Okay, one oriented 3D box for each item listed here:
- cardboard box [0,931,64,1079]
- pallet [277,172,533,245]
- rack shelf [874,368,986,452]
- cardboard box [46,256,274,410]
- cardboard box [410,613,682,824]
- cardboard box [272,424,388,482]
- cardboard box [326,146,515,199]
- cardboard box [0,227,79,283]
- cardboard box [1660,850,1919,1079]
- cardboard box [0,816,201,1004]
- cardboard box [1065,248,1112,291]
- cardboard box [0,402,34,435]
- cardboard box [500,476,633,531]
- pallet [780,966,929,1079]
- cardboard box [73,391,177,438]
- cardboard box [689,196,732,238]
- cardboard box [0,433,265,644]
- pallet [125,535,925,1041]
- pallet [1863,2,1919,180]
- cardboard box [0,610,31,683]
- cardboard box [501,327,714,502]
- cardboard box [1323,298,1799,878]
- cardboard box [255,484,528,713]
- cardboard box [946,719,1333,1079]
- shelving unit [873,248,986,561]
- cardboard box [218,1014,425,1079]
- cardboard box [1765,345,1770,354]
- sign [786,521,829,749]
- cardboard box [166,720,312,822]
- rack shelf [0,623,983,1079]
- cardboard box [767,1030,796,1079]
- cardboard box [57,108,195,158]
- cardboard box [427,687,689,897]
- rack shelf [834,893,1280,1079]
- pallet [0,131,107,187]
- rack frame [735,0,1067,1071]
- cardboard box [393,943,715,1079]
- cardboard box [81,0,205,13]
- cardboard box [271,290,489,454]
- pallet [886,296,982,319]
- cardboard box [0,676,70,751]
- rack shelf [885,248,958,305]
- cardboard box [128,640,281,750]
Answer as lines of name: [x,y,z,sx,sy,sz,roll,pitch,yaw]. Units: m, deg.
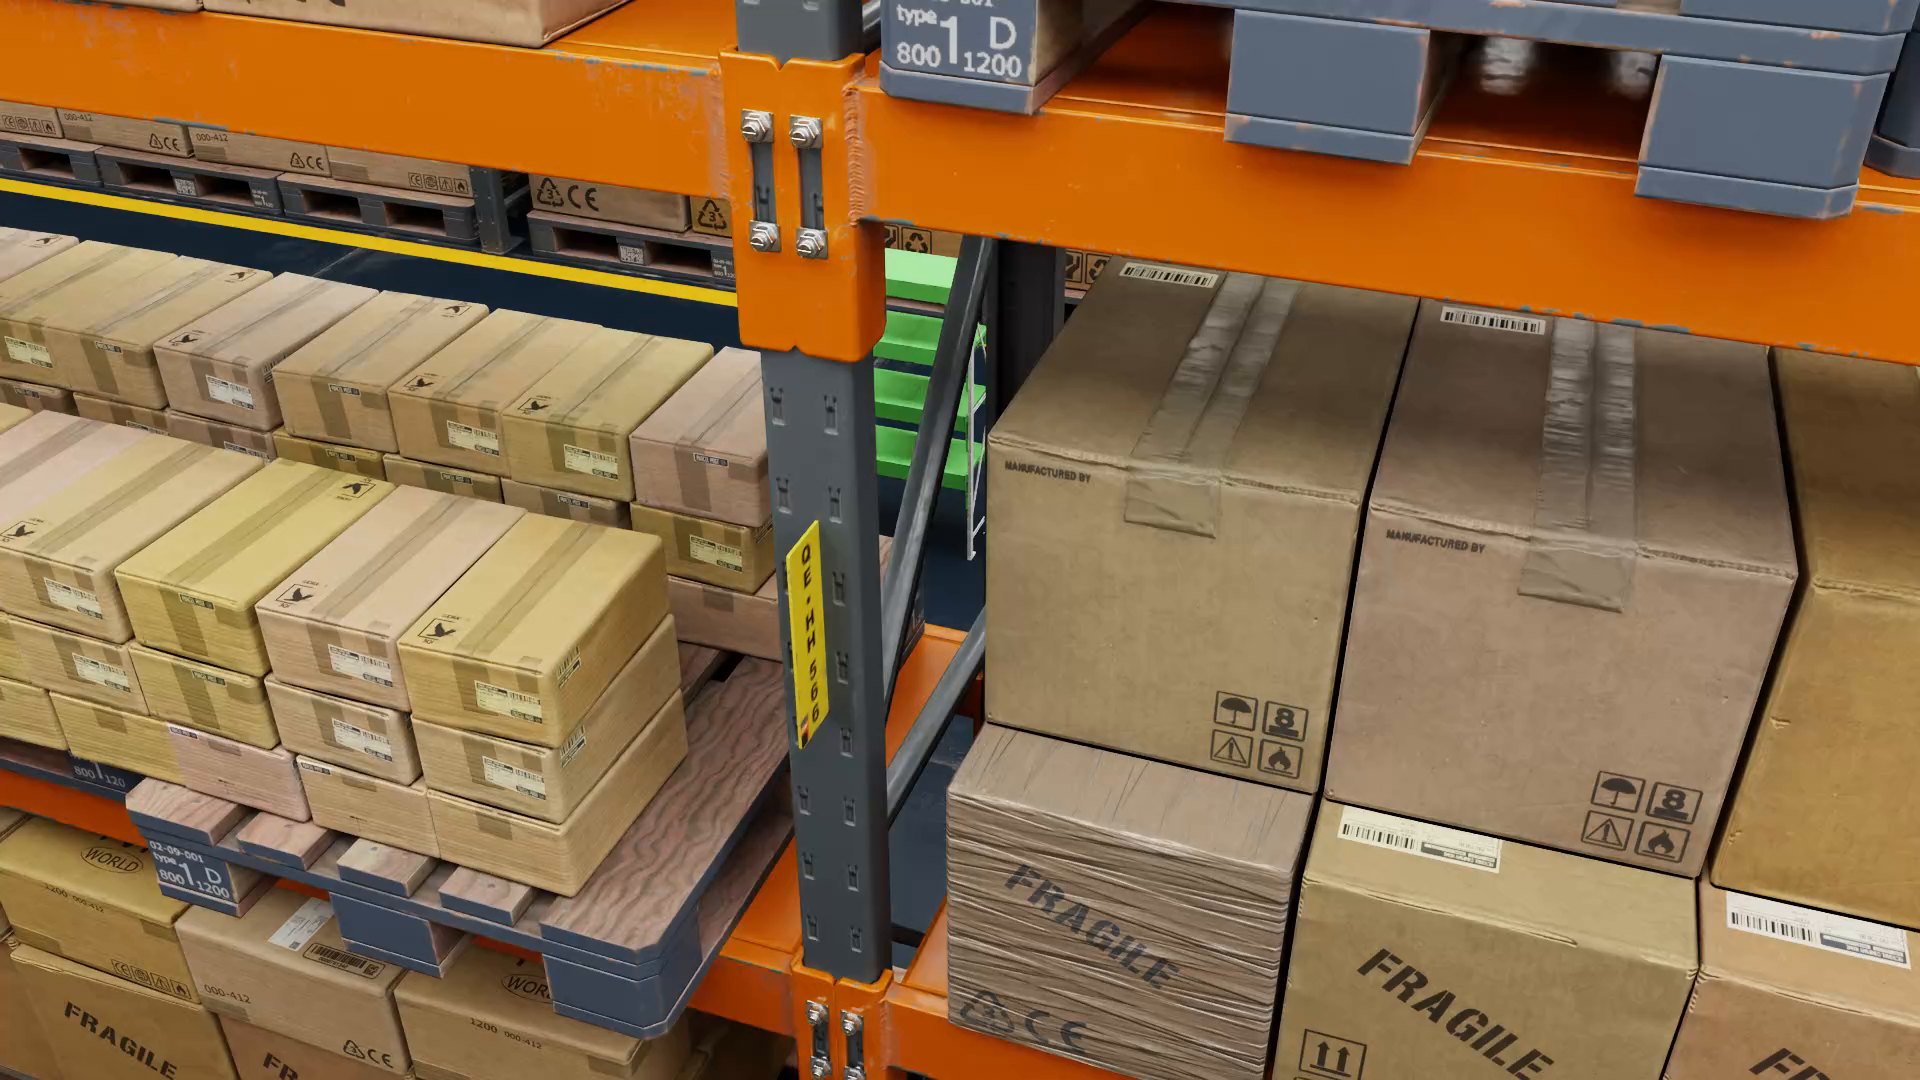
cardboard box: [-2.195,0.905,4.001,0.500,0.500,0.500,12,35,17]
pallet: [-2.912,-1.978,9.120,1.213,0.211,1.003,11,34,16]
rack shelf: [-0.156,-0.481,6.006,0.480,0.148,0.258,11,34,16]
cardboard box: [-1.640,-0.437,3.457,0.250,0.149,0.380,12,35,18]
cardboard box: [-0.651,0.253,2.662,0.250,0.149,0.380,12,35,17]
cardboard box: [-1.166,-0.221,3.398,0.250,0.149,0.380,11,34,17]
cardboard box: [-2.778,-2.241,8.930,0.875,0.438,0.875,11,34,16]
cardboard box: [-2.127,-0.533,3.606,0.250,0.149,0.380,9,34,14]
cardboard box: [1.253,0.669,2.356,0.500,0.500,0.500,11,34,16]
cardboard box: [-1.717,0.687,3.647,0.500,0.250,0.500,12,35,18]
cardboard box: [0.920,-1.691,7.676,0.875,0.875,0.875,11,34,16]
cardboard box: [-1.865,-0.107,2.946,0.250,0.149,0.380,13,35,19]
cardboard box: [-0.676,-0.128,3.253,0.250,0.149,0.380,13,35,19]
pallet: [-0.768,1.335,3.988,1.213,0.211,1.003,11,34,16]
cardboard box: [-1.632,-0.315,3.542,0.250,0.149,0.380,11,34,16]
cardboard box: [-0.759,-2.021,8.186,0.875,0.875,0.875,12,35,18]
cardboard box: [-1.383,-0.011,2.798,0.250,0.149,0.380,12,35,18]
pallet: [-0.739,0.312,3.179,1.003,0.211,1.213,11,34,16]
pallet: [1.645,-0.580,1.791,1.213,0.211,1.003,13,35,19]
cardboard box: [-1.620,0.066,2.953,0.250,0.149,0.380,11,34,16]
cardboard box: [-0.656,-0.245,3.160,0.250,0.149,0.380,10,34,15]
cardboard box: [0.863,0.024,2.433,0.500,0.500,0.700,11,34,16]
cardboard box: [-0.884,0.084,2.651,0.250,0.149,0.380,11,34,16]
cardboard box: [0.299,0.485,2.641,0.500,0.500,0.500,11,35,17]
shelving unit: [-0.156,-0.534,5.971,0.503,1.200,0.258,11,34,16]
cardboard box: [-1.228,1.097,3.703,0.500,0.500,0.500,12,35,18]
cardboard box: [3.480,-0.930,6.961,0.625,0.372,0.950,12,35,18]
sign: [-0.207,0.133,2.284,0.005,0.325,0.100,11,34,16]
cardboard box: [-1.127,0.288,2.884,0.250,0.149,0.380,12,35,17]
rack shelf: [-1.915,0.243,3.771,4.000,0.370,1.077,11,34,16]
cardboard box: [-0.612,0.921,3.975,0.500,0.500,0.500,10,34,14]
cardboard box: [-4.469,-2.570,9.440,0.875,0.438,0.875,12,35,18]
cardboard box: [-0.652,0.381,2.739,0.250,0.149,0.380,12,35,17]
rack shelf: [1.850,0.975,2.637,4.000,0.370,1.077,11,34,16]
pallet: [-5.209,-2.425,9.811,1.213,0.211,1.003,11,34,16]
rack frame: [-0.032,0.307,3.009,0.127,3.000,1.000,11,34,16]
cardboard box: [-0.765,0.875,3.356,0.500,0.250,0.500,10,34,15]
cardboard box: [-1.131,-1.055,2.260,0.500,0.500,0.500,11,34,16]
cardboard box: [-1.135,-0.341,3.308,0.250,0.149,0.380,10,34,14]
pallet: [-0.319,-1.474,8.339,1.213,0.211,1.003,11,34,16]
cardboard box: [-1.615,0.192,3.032,0.250,0.149,0.380,10,34,14]
rack shelf: [-0.156,-0.884,5.746,0.480,0.148,0.258,11,34,16]
cardboard box: [-1.152,0.159,2.809,0.250,0.149,0.380,12,35,18]
